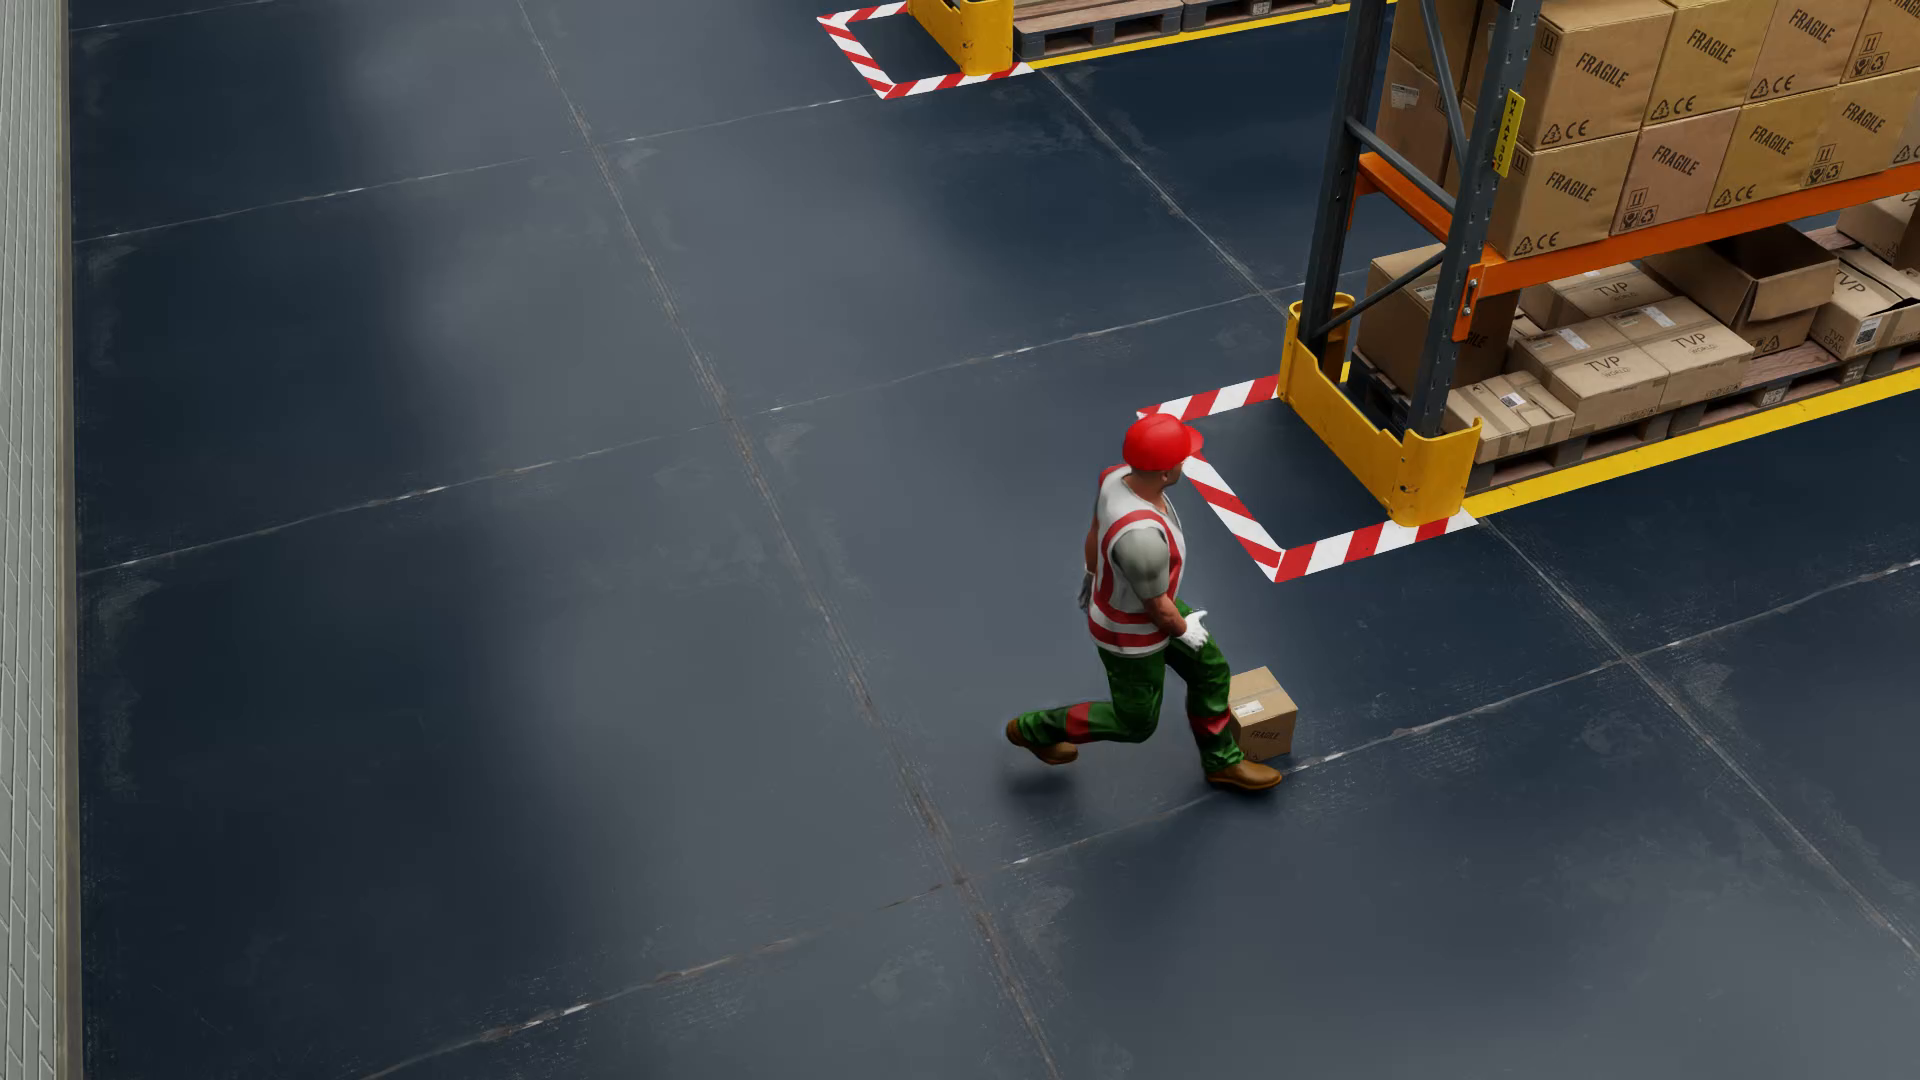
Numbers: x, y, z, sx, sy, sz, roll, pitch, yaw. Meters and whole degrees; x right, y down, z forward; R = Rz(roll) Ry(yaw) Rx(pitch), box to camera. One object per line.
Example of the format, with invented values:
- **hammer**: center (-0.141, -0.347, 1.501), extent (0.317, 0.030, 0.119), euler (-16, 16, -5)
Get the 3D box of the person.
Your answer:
- **person**: center (0.657, 0.236, 5.917), extent (0.867, 1.634, 0.507), euler (6, 42, 7)
